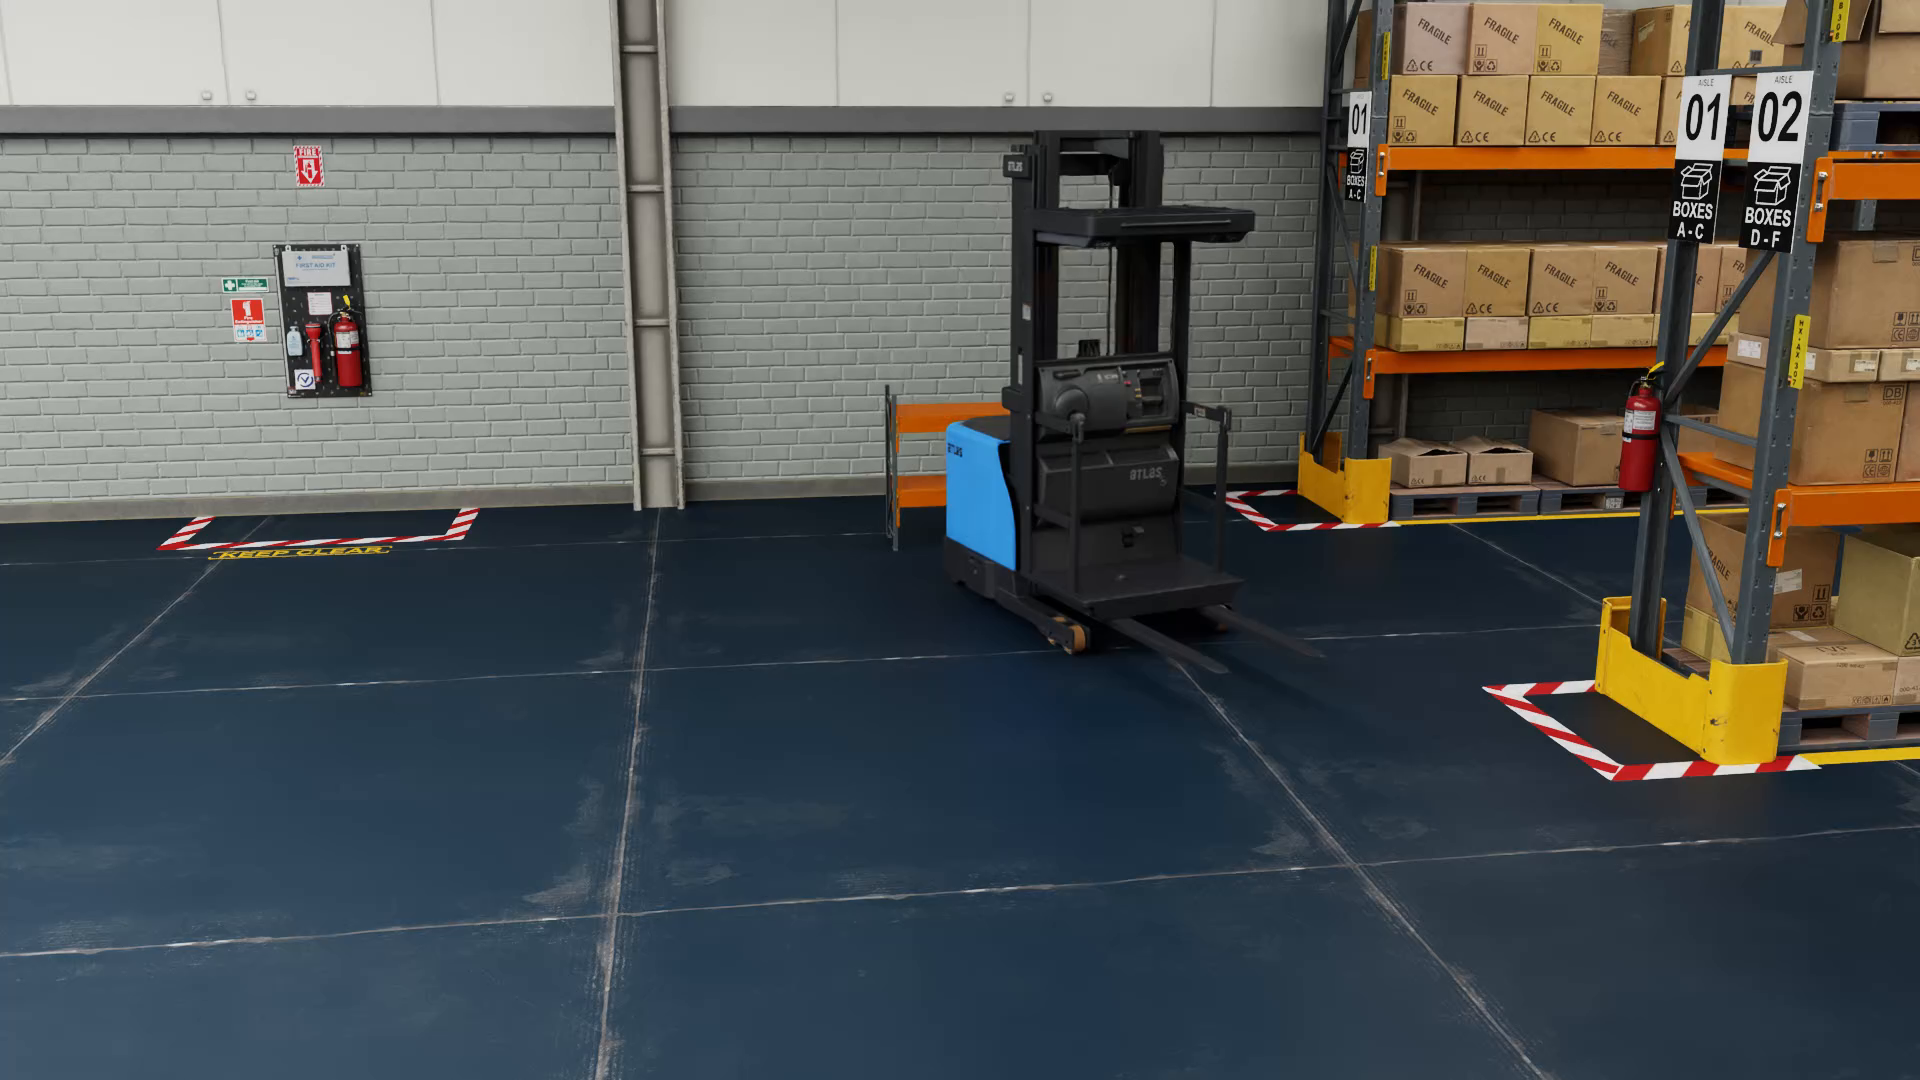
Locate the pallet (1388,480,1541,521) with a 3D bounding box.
[{"bbox_3d":[3.849,-0.388,13.333,1.213,0.211,1.003,-2,14,-8],"label":"pallet"}]

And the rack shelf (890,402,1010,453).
[{"bbox_3d":[0.007,-0.830,12.015,1.000,0.278,0.538,-2,14,-8],"label":"rack shelf"}]

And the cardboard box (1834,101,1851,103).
[{"bbox_3d":[6.456,-3.297,12.788,0.500,0.500,0.500,-2,14,-7],"label":"cardboard box"}]

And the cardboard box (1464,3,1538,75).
[{"bbox_3d":[3.886,-3.676,12.245,0.500,0.500,0.500,-2,14,-9],"label":"cardboard box"}]

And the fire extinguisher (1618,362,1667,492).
[{"bbox_3d":[3.521,-0.595,8.587,0.183,0.674,0.296,-2,14,-8],"label":"fire extinguisher"}]

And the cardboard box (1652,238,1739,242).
[{"bbox_3d":[5.913,-2.177,13.464,0.500,0.500,0.500,-2,14,-9],"label":"cardboard box"}]

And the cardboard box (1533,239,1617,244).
[{"bbox_3d":[4.908,-2.139,13.311,0.500,0.500,0.500,-2,14,-8],"label":"cardboard box"}]

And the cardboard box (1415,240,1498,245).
[{"bbox_3d":[3.899,-2.101,13.160,0.500,0.500,0.500,-2,14,-8],"label":"cardboard box"}]

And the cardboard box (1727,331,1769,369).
[{"bbox_3d":[4.057,-0.948,8.296,0.250,0.149,0.380,-2,14,-9],"label":"cardboard box"}]

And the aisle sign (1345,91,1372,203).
[{"bbox_3d":[2.939,-2.903,12.285,0.004,0.787,0.394,-2,14,-8],"label":"aisle sign"}]

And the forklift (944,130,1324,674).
[{"bbox_3d":[0.986,-0.886,9.728,1.130,2.935,3.031,-7,16,-25],"label":"forklift"}]

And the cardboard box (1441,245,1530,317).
[{"bbox_3d":[3.973,-1.978,12.667,0.500,0.500,0.500,-2,14,-8],"label":"cardboard box"}]

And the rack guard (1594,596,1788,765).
[{"bbox_3d":[3.683,0.688,8.450,0.348,0.500,1.175,-2,14,-8],"label":"rack guard"}]

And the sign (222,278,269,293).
[{"bbox_3d":[-5.410,-1.929,12.585,0.331,0.109,0.001,-2,14,-8],"label":"sign"}]

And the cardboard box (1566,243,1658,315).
[{"bbox_3d":[4.993,-2.016,12.821,0.500,0.500,0.500,-2,14,-7],"label":"cardboard box"}]

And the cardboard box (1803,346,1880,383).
[{"bbox_3d":[4.127,-0.851,7.908,0.250,0.149,0.380,-2,14,-9],"label":"cardboard box"}]

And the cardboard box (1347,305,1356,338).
[{"bbox_3d":[3.399,-1.717,13.169,0.500,0.250,0.500,-2,14,-7],"label":"cardboard box"}]

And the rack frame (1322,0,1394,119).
[{"bbox_3d":[2.965,-4.626,12.170,0.127,3.000,1.000,-2,14,-8],"label":"rack frame"}]

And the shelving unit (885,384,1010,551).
[{"bbox_3d":[0.007,-0.546,12.086,1.048,1.125,0.538,-2,14,-8],"label":"shelving unit"}]

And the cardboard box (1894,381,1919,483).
[{"bbox_3d":[4.689,-0.608,8.272,0.500,0.500,0.700,-2,14,-7],"label":"cardboard box"}]

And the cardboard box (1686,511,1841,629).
[{"bbox_3d":[4.193,0.150,8.704,0.500,0.500,0.500,-2,14,-8],"label":"cardboard box"}]

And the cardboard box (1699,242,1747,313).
[{"bbox_3d":[6.007,-2.051,12.960,0.500,0.500,0.500,-2,14,-9],"label":"cardboard box"}]

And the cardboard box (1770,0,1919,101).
[{"bbox_3d":[4.276,-2.321,7.782,0.637,0.503,0.797,-1,14,-4],"label":"cardboard box"}]

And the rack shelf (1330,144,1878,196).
[{"bbox_3d":[4.943,-2.895,12.911,4.000,0.370,1.077,-2,14,-8],"label":"rack shelf"}]

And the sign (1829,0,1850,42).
[{"bbox_3d":[3.784,-2.309,7.135,0.005,0.325,0.100,-2,14,-8],"label":"sign"}]

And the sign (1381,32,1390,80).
[{"bbox_3d":[3.046,-3.465,11.908,0.005,0.325,0.100,-2,14,-8],"label":"sign"}]

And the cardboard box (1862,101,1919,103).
[{"bbox_3d":[7.473,-3.569,13.052,0.500,0.500,0.500,0,14,0],"label":"cardboard box"}]

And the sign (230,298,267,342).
[{"bbox_3d":[-5.416,-1.674,12.658,0.234,0.329,0.001,-2,14,-8],"label":"sign"}]

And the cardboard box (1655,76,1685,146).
[{"bbox_3d":[5.414,-3.252,12.611,0.500,0.500,0.500,-3,14,-11],"label":"cardboard box"}]

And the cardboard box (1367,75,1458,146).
[{"bbox_3d":[3.333,-3.182,12.329,0.500,0.500,0.500,-2,14,-7],"label":"cardboard box"}]

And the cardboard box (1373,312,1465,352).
[{"bbox_3d":[3.495,-1.595,12.681,0.500,0.250,0.500,-3,14,-10],"label":"cardboard box"}]

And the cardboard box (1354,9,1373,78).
[{"bbox_3d":[3.353,-3.793,12.712,0.500,0.500,0.500,-1,14,-6],"label":"cardboard box"}]

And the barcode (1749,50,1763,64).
[{"bbox_3d":[3.934,-2.388,8.220,0.075,0.075,0.001,-2,14,-8],"label":"barcode"}]

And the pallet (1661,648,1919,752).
[{"bbox_3d":[4.457,0.790,8.639,1.213,0.211,1.003,-2,14,-8],"label":"pallet"}]

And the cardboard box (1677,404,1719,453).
[{"bbox_3d":[5.900,-0.815,13.540,0.500,0.500,0.500,-3,14,-13],"label":"cardboard box"}]

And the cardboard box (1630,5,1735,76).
[{"bbox_3d":[5.411,-3.732,12.469,0.500,0.500,0.500,-3,14,-10],"label":"cardboard box"}]

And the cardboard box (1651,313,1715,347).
[{"bbox_3d":[5.509,-1.670,12.983,0.500,0.250,0.500,-2,14,-9],"label":"cardboard box"}]

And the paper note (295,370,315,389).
[{"bbox_3d":[-5.039,-1.235,12.791,0.142,0.148,0.016,-2,14,-8],"label":"paper note"}]

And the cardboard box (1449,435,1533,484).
[{"bbox_3d":[4.227,-0.650,13.269,0.500,0.311,0.500,-1,14,-4],"label":"cardboard box"}]

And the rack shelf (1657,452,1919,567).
[{"bbox_3d":[5.685,-0.249,8.525,4.000,0.370,1.077,-2,14,-8],"label":"rack shelf"}]

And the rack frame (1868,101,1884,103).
[{"bbox_3d":[6.921,-4.771,12.748,0.127,3.000,1.000,-2,14,-8],"label":"rack frame"}]

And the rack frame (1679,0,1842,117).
[{"bbox_3d":[3.707,-3.435,7.419,0.127,3.000,1.000,-2,14,-8],"label":"rack frame"}]

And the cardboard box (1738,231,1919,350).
[{"bbox_3d":[4.223,-1.219,8.042,0.500,0.500,0.700,-2,14,-8],"label":"cardboard box"}]

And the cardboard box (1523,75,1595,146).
[{"bbox_3d":[4.383,-3.212,12.451,0.500,0.500,0.500,-1,14,-6],"label":"cardboard box"}]

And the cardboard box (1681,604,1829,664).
[{"bbox_3d":[4.193,0.514,8.793,0.500,0.250,0.500,-2,14,-8],"label":"cardboard box"}]

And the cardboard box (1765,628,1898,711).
[{"bbox_3d":[4.271,0.639,8.296,0.500,0.250,0.500,-2,14,-8],"label":"cardboard box"}]

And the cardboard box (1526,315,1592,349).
[{"bbox_3d":[4.511,-1.634,12.838,0.500,0.250,0.500,-2,14,-9],"label":"cardboard box"}]

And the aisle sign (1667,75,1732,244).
[{"bbox_3d":[3.598,-1.854,8.105,0.004,0.787,0.394,-2,14,-8],"label":"aisle sign"}]

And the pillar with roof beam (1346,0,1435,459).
[{"bbox_3d":[4.170,-3.824,8.972,0.400,9.000,9.100,-2,14,-8],"label":"pillar with roof beam"}]
